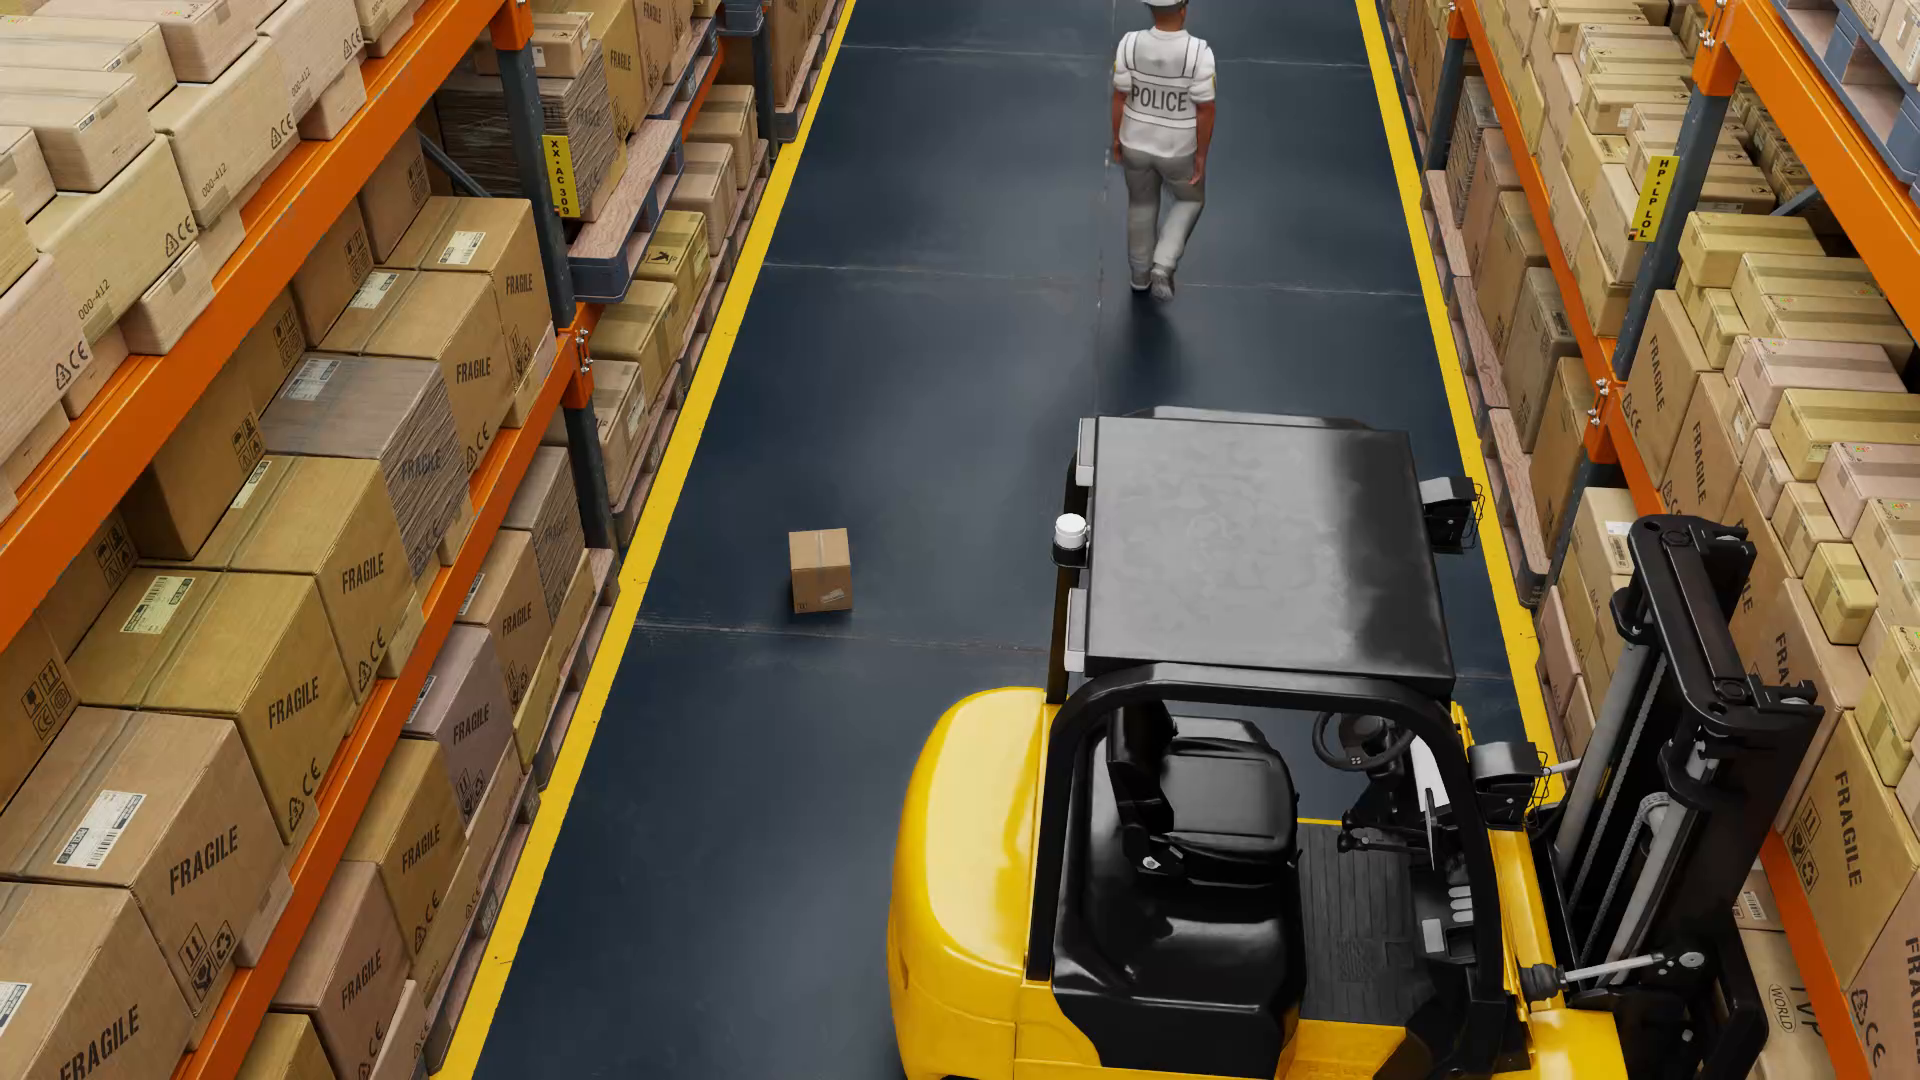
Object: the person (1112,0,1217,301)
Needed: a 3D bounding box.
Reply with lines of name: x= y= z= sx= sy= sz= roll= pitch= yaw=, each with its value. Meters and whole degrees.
person: x=1.037 y=-2.050 z=8.560 sx=0.537 sy=1.757 sz=0.558 roll=13 pitch=41 yaw=15
